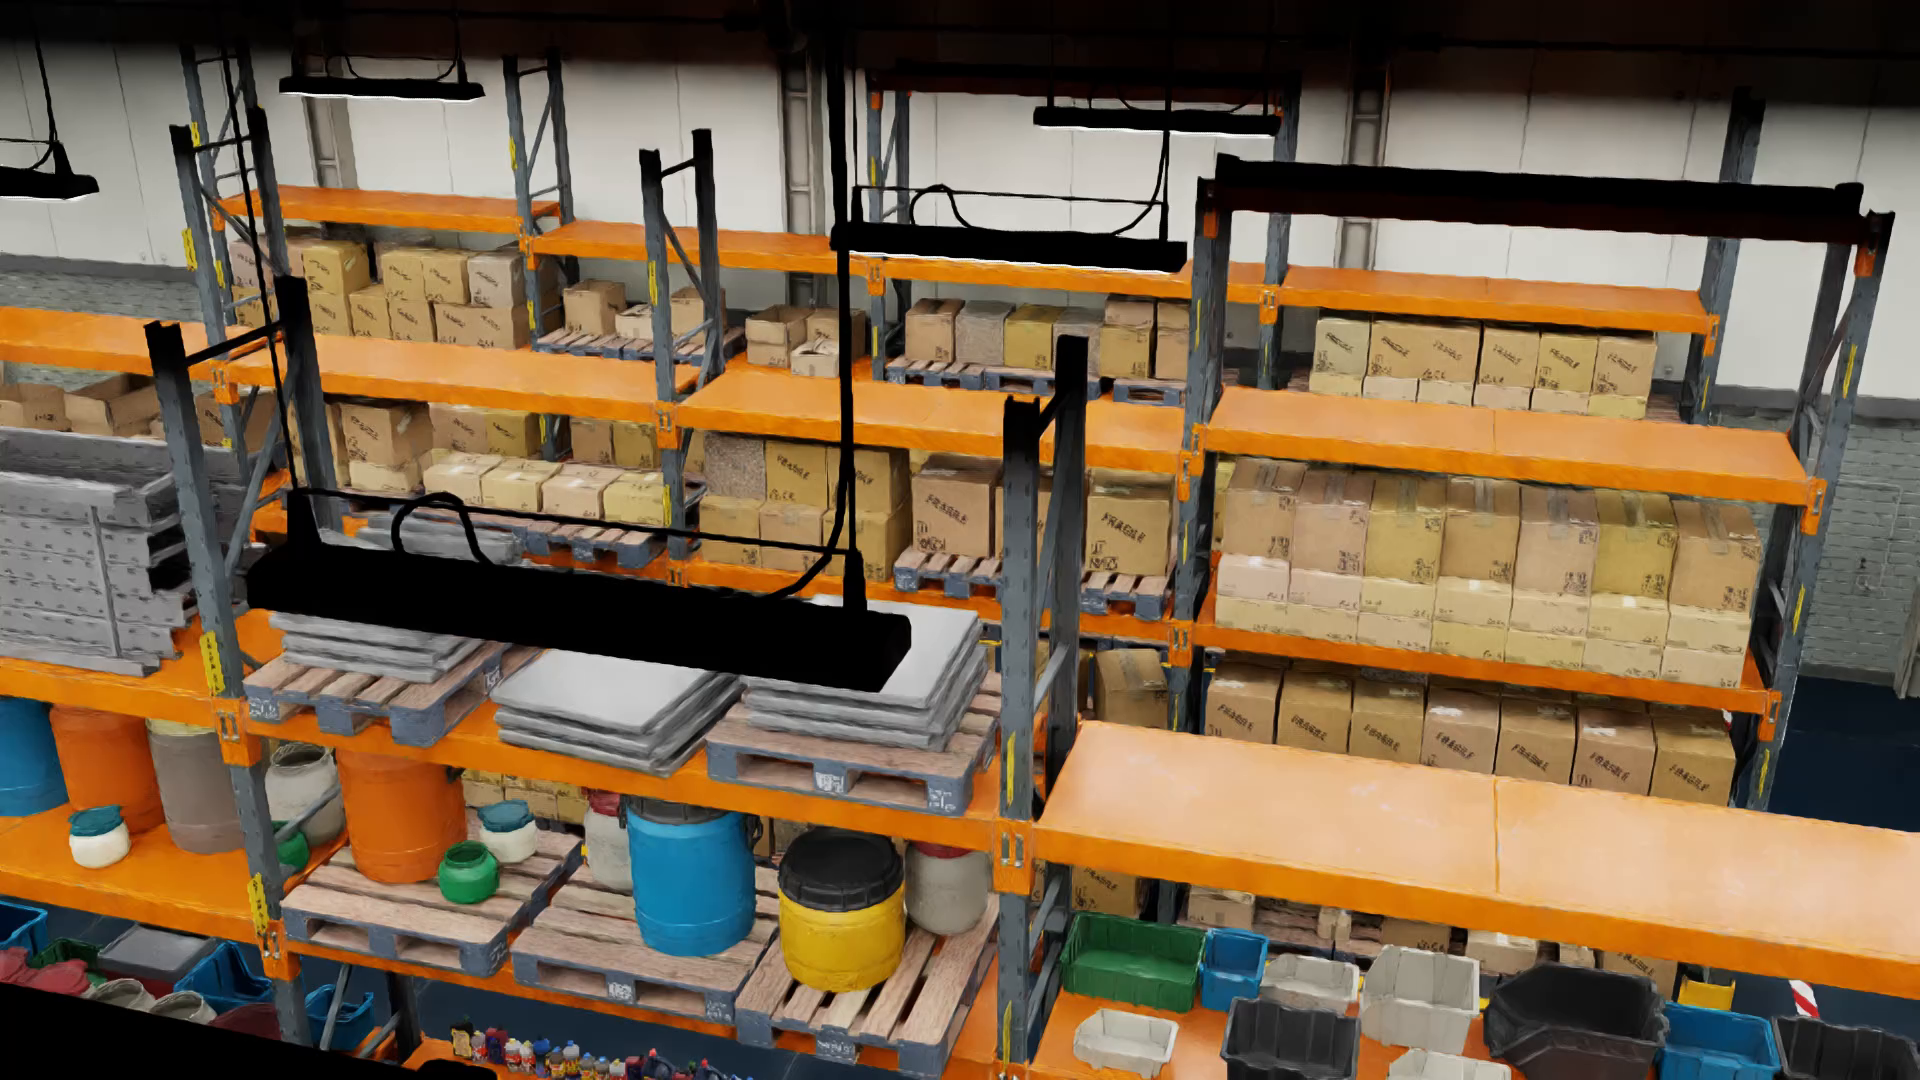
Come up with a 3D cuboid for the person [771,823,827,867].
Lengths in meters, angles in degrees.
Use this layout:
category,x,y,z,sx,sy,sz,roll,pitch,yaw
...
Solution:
category,x,y,z,sx,sy,sz,roll,pitch,yaw
person,-0.922,2.515,12.483,0.929,1.710,0.729,4,23,11
